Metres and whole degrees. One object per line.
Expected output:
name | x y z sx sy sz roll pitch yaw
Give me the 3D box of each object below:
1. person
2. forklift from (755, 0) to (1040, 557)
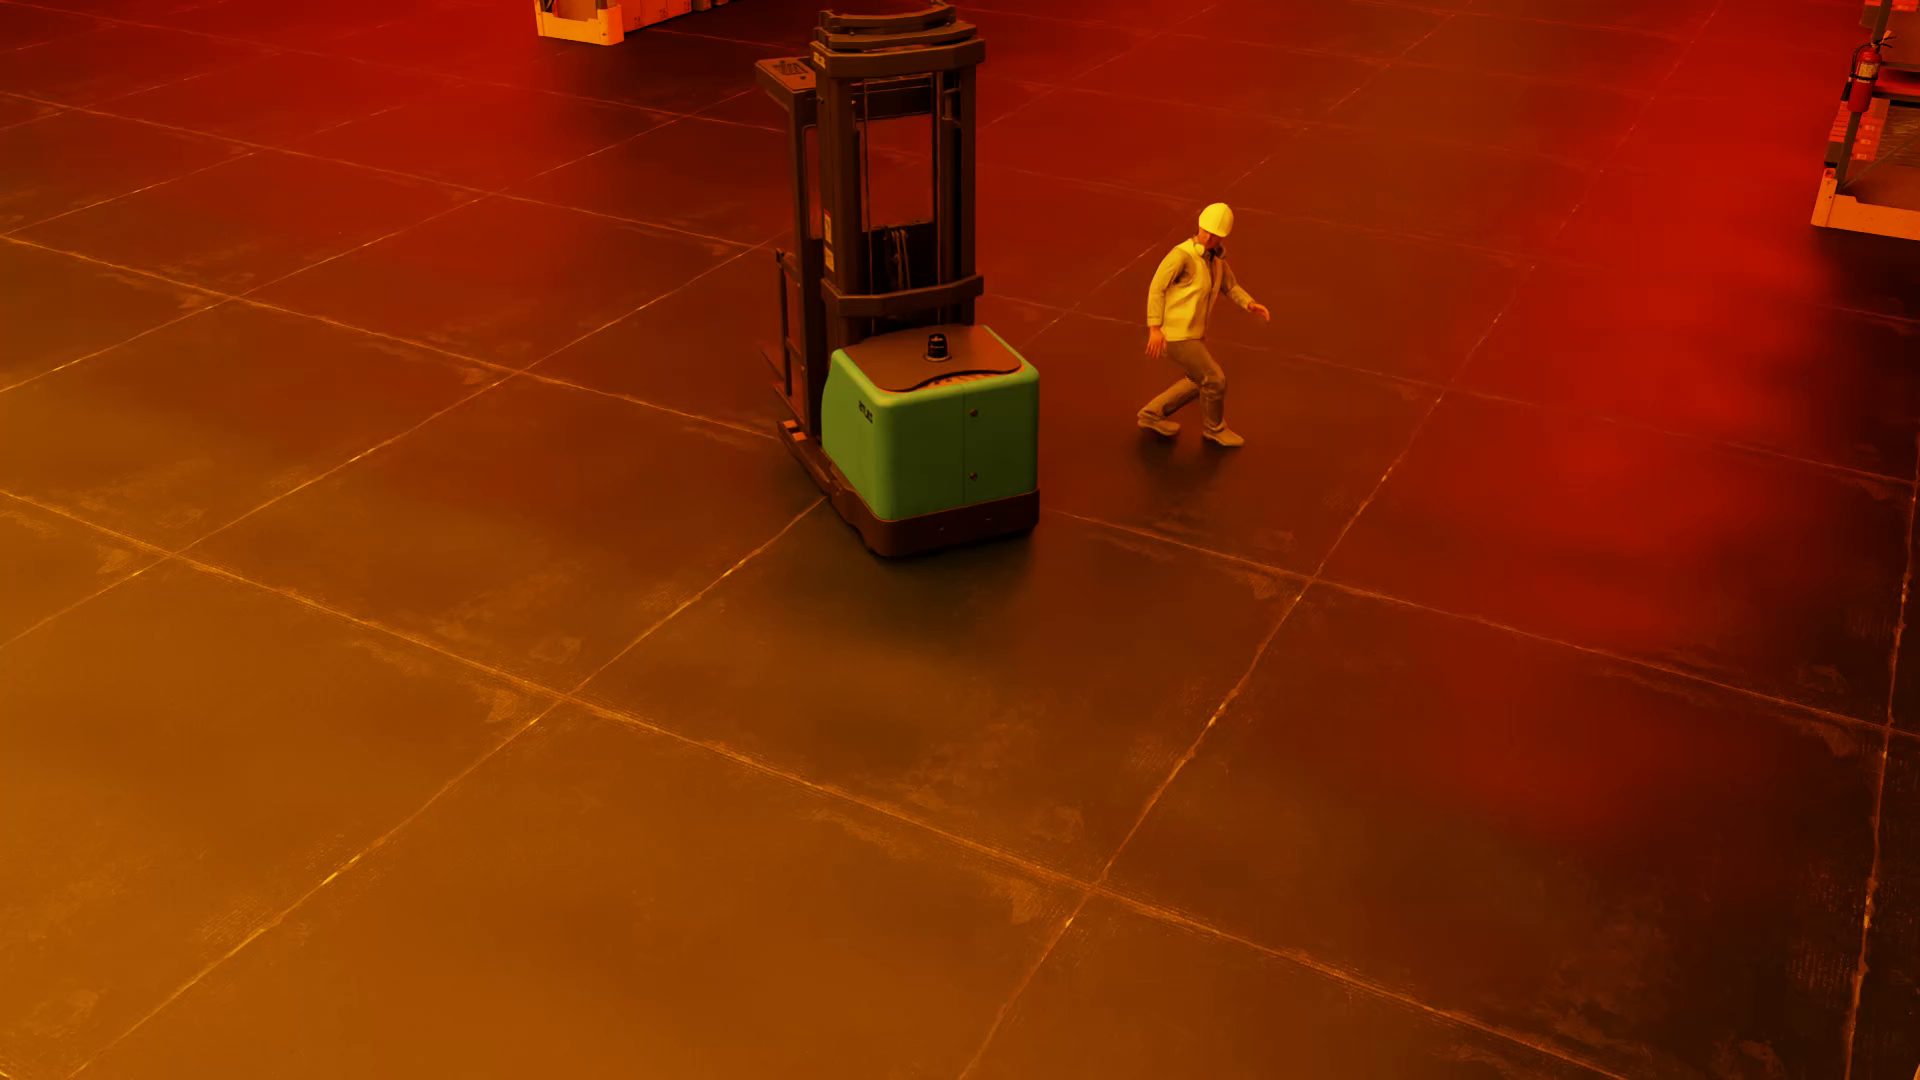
person | 1.556 -1.327 10.686 0.807 1.648 0.818 12 32 19
forklift | -0.569 -1.889 10.344 1.130 2.935 3.031 -12 32 -20
